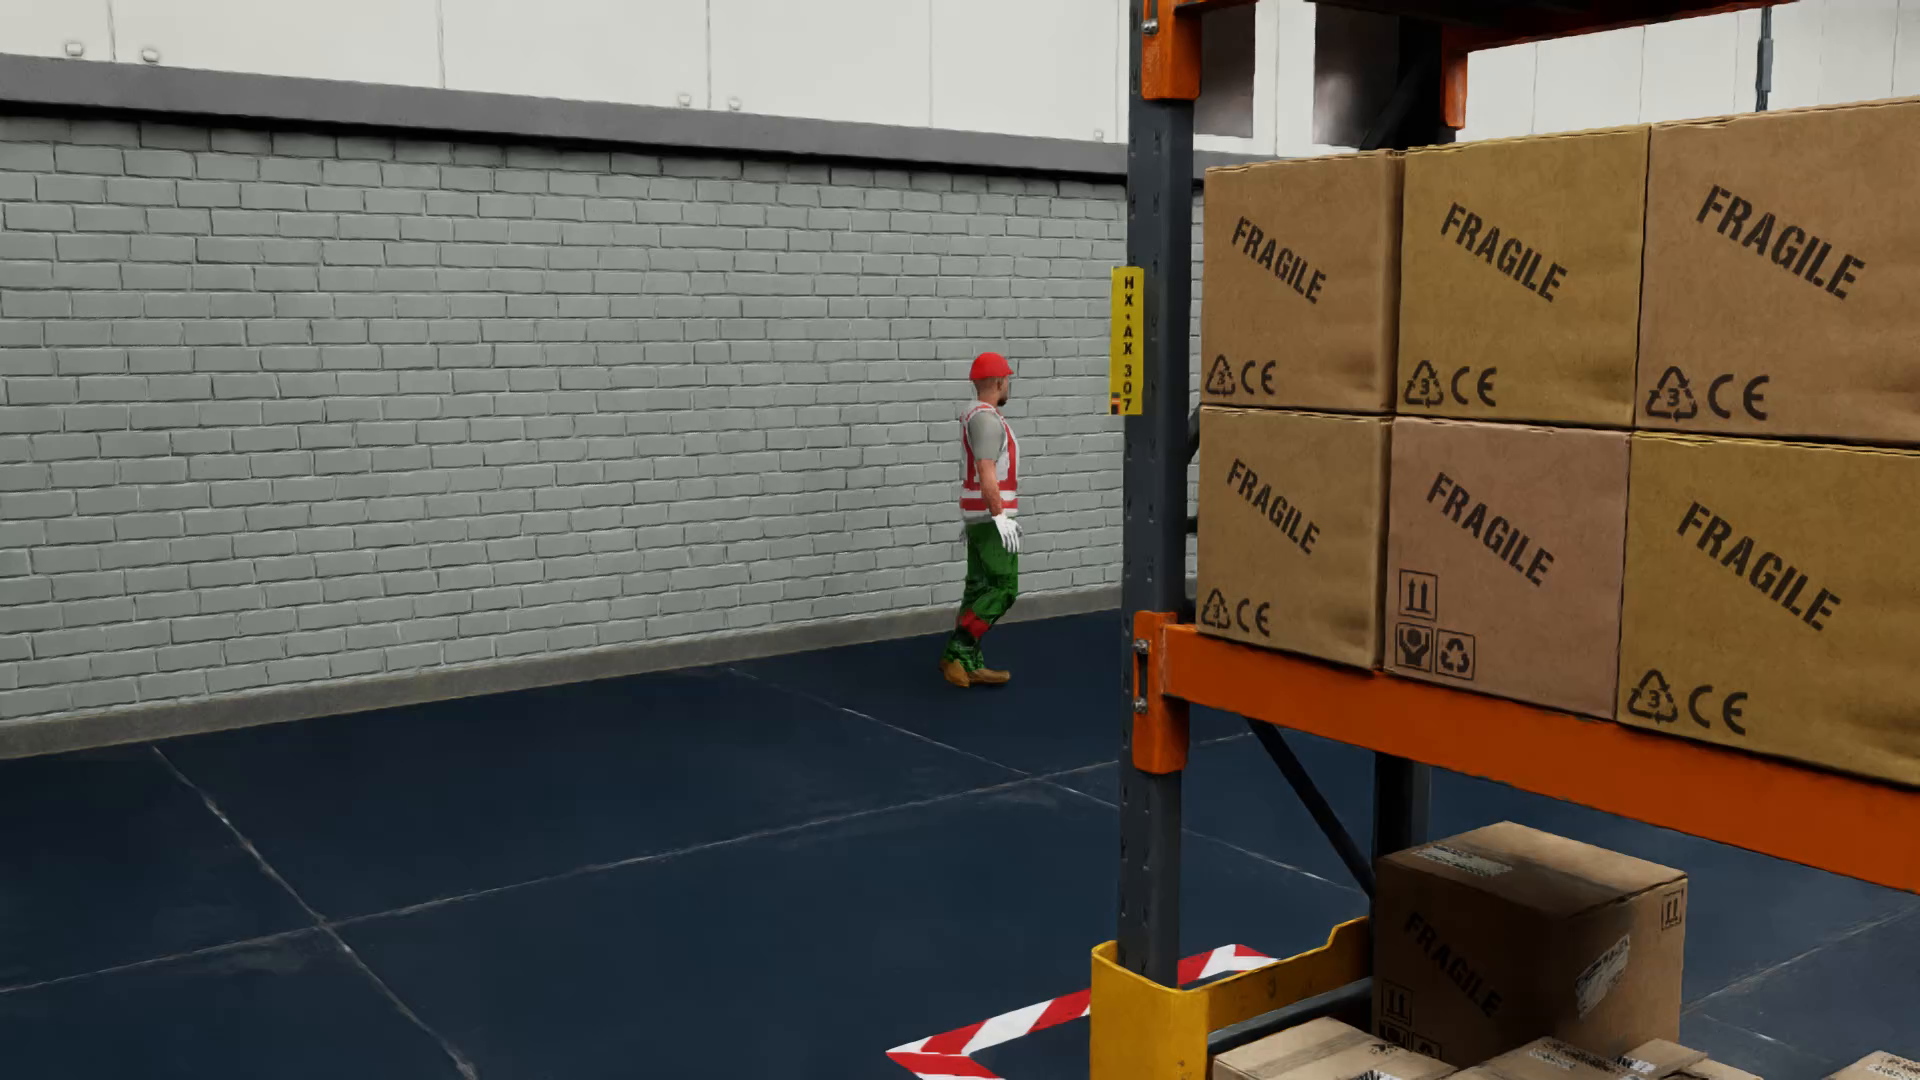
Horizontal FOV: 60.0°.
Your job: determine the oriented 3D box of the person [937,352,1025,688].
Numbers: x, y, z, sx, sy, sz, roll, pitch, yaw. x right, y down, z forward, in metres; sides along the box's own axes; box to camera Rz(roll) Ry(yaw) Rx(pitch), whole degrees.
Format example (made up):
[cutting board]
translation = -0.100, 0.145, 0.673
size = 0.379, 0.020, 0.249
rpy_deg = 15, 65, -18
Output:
[person]
translation = 0.114, -0.099, 8.816
size = 0.430, 1.781, 0.711
rpy_deg = 0, 8, -2
